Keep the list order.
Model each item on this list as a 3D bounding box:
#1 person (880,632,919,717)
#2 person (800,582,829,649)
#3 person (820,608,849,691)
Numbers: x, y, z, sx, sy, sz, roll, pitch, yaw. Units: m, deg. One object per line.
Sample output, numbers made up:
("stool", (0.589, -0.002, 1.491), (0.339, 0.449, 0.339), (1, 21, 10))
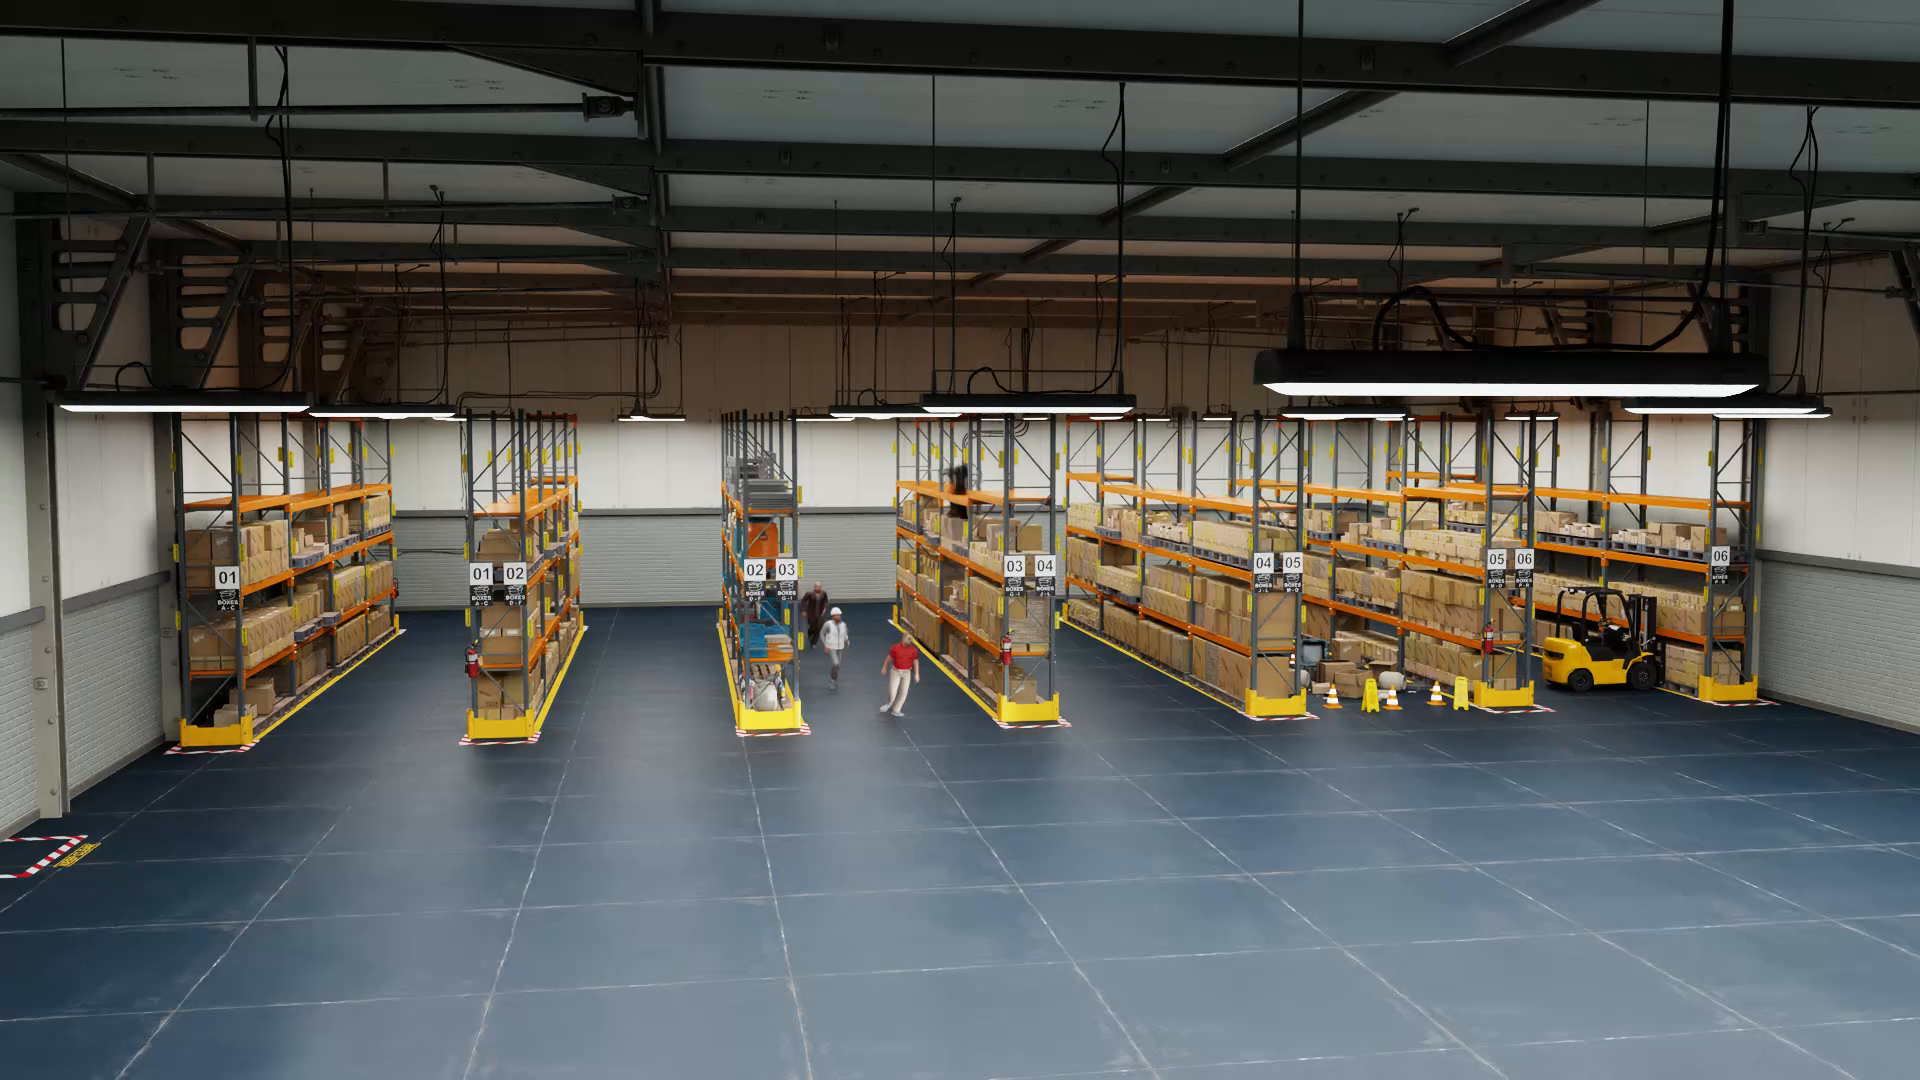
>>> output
("person", (-1.189, 2.621, 32.539), (0.721, 1.682, 0.588), (-1, 4, -18))
("person", (-3.718, 1.912, 42.470), (0.715, 1.712, 0.709), (-2, 5, -28))
("person", (-2.698, 2.349, 35.930), (0.583, 1.795, 0.826), (-3, 5, -35))
